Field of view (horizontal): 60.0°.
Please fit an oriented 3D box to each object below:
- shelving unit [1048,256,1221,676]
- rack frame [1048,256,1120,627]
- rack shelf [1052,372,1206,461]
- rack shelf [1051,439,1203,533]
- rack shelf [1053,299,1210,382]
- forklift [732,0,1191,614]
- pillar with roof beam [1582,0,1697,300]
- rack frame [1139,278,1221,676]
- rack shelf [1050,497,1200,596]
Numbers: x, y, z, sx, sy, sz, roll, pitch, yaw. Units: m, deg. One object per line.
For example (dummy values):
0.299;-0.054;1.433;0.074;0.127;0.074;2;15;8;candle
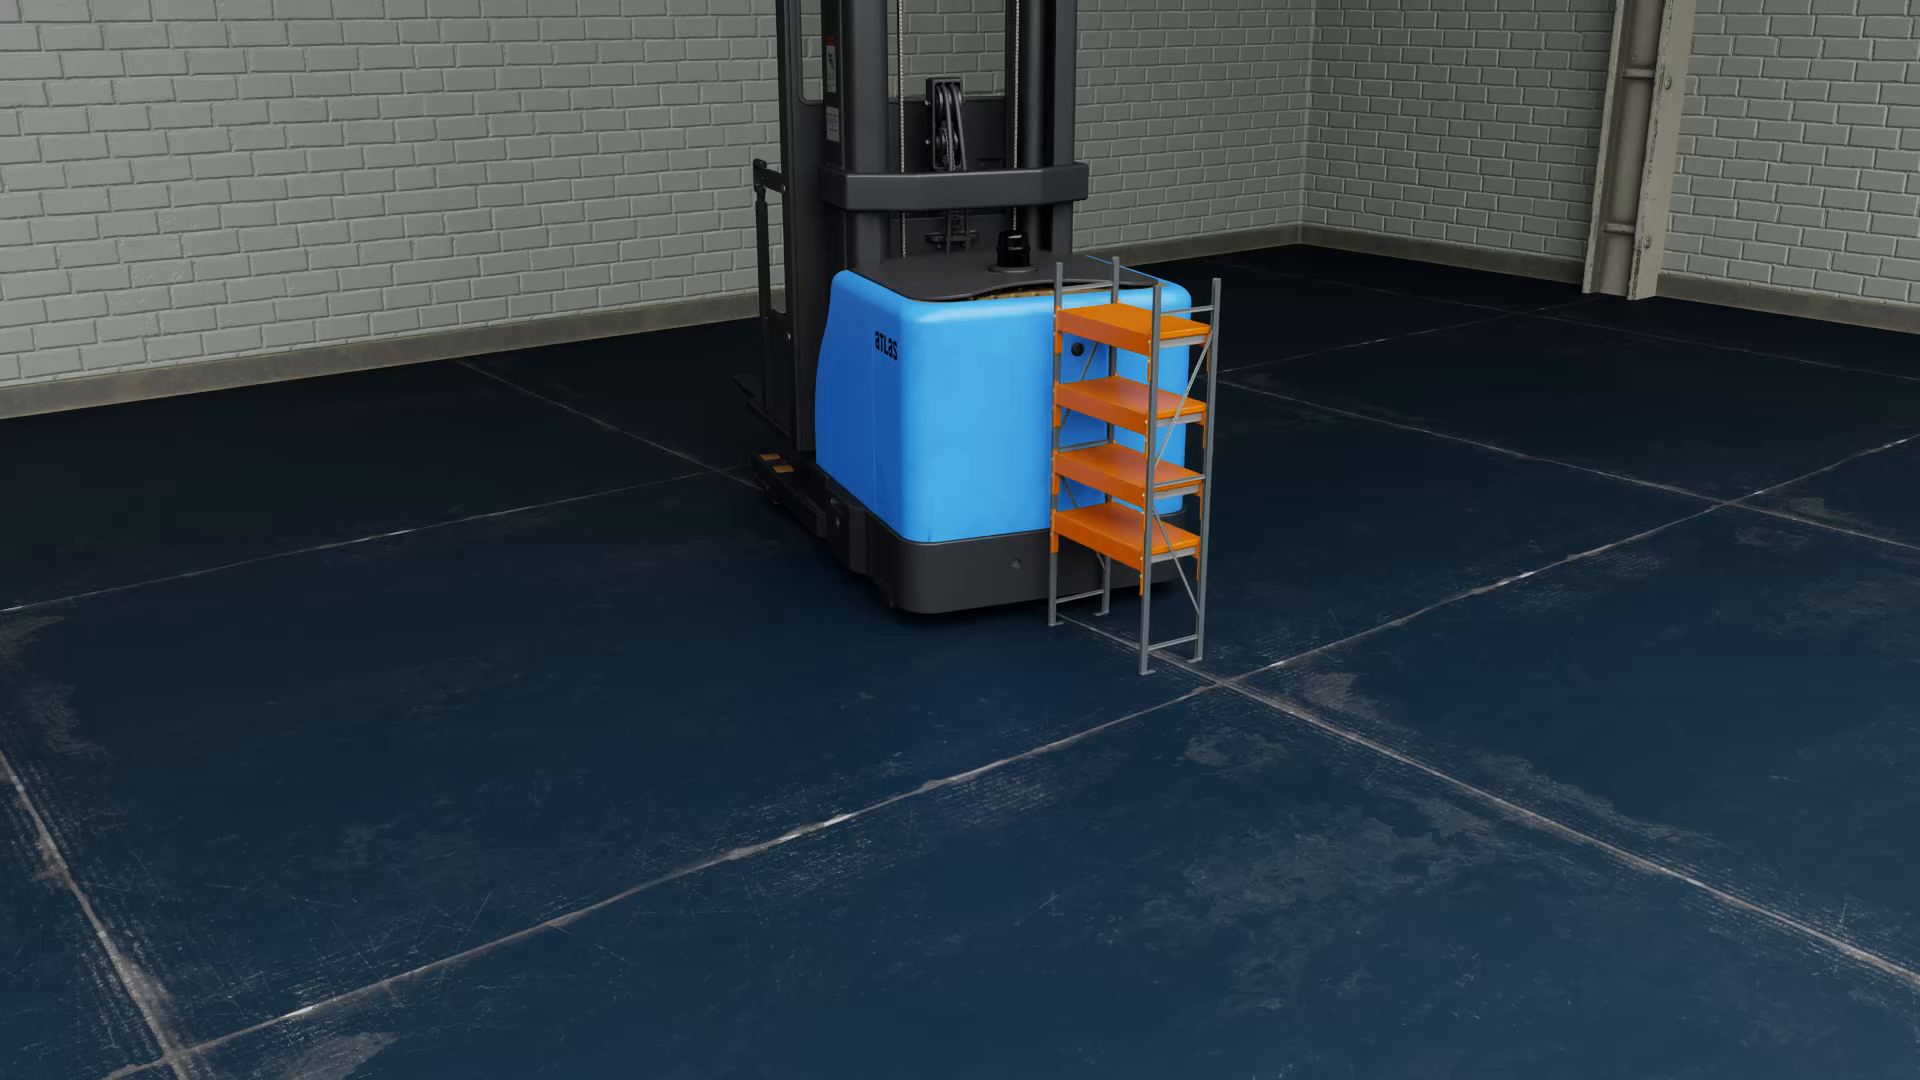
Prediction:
0.526;-0.239;5.174;0.258;1.200;0.503;-11;21;-30;shelving unit
0.397;-0.304;5.371;0.240;1.200;0.015;-11;21;-30;rack frame
0.526;-0.387;5.125;0.258;0.148;0.480;-11;21;-30;rack shelf
0.526;-0.175;5.195;0.258;0.148;0.480;-11;21;-30;rack shelf
0.526;-0.612;5.051;0.258;0.148;0.480;-11;21;-30;rack shelf
-0.231;-1.576;6.458;1.130;2.935;3.031;-7;20;-20;forklift
1.191;-5.137;7.562;9.100;9.000;0.400;-14;23;-36;pillar with roof beam
0.655;-0.173;4.978;0.240;1.200;0.015;-11;21;-30;rack frame
0.526;0.014;5.258;0.258;0.148;0.480;-11;21;-30;rack shelf
